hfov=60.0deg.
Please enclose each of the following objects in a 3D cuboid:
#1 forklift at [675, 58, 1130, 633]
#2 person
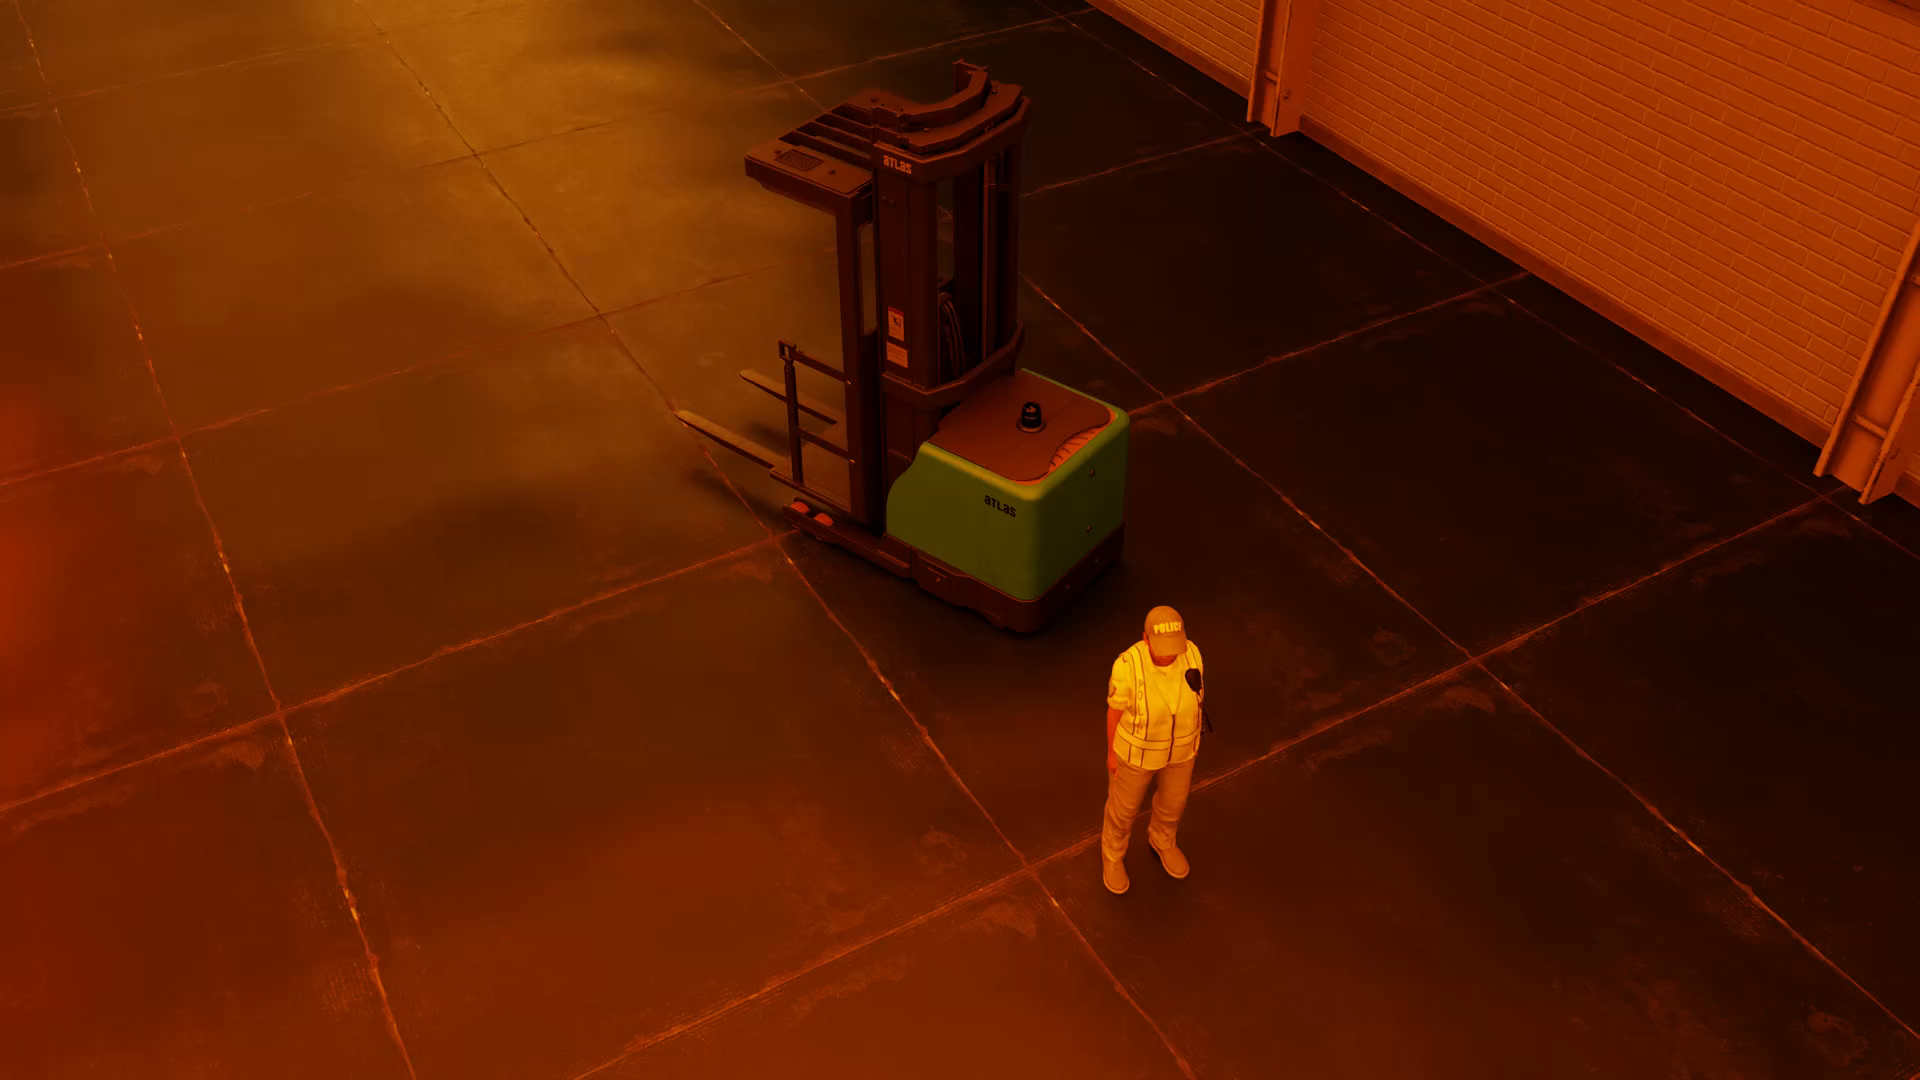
[{"bbox_3d":[-0.481,-1.366,9.683,3.031,2.935,1.130,26,46,28],"label":"forklift"},{"bbox_3d":[0.916,0.974,7.859,0.471,1.668,0.382,-11,41,-13],"label":"person"}]
